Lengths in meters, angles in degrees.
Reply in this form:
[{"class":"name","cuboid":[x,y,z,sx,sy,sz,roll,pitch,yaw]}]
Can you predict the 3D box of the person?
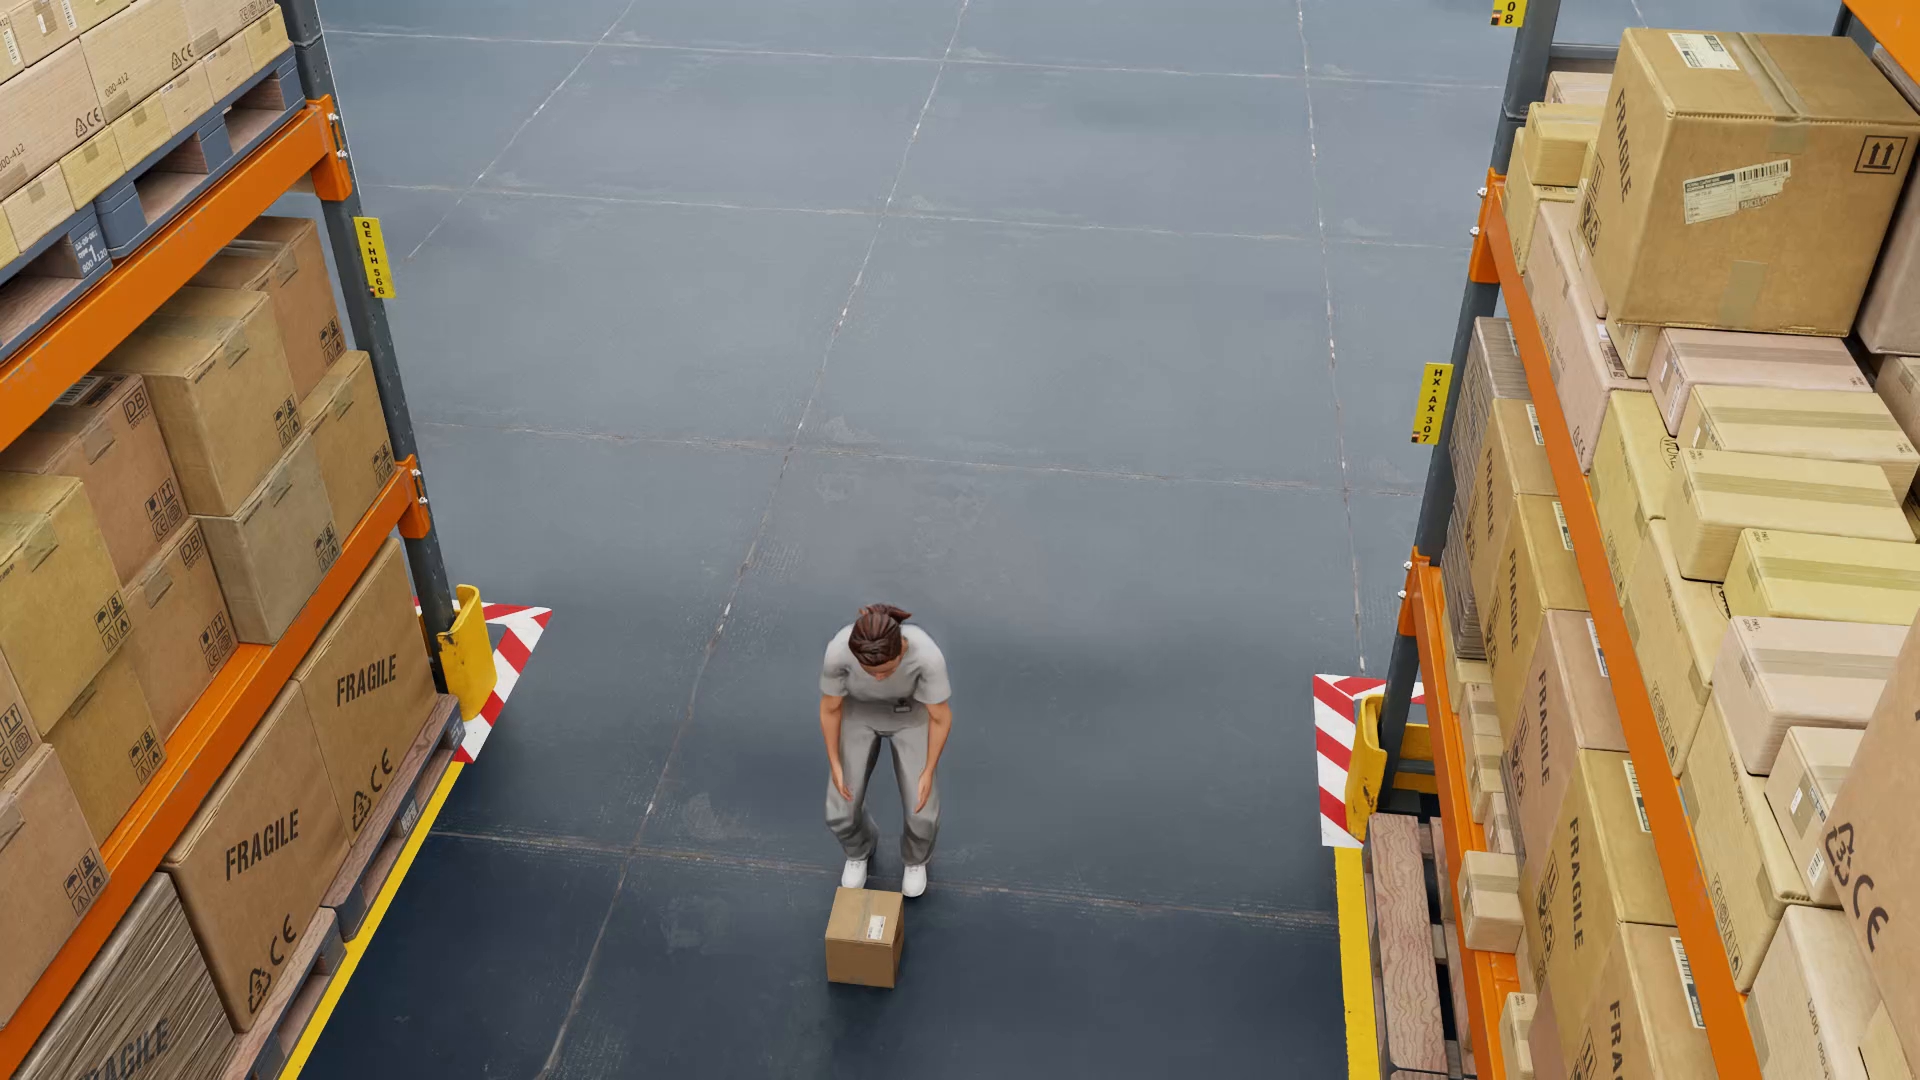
[{"class":"person","cuboid":[-0.264,0.751,6.197,0.488,1.469,0.575,5,37,6]}]
